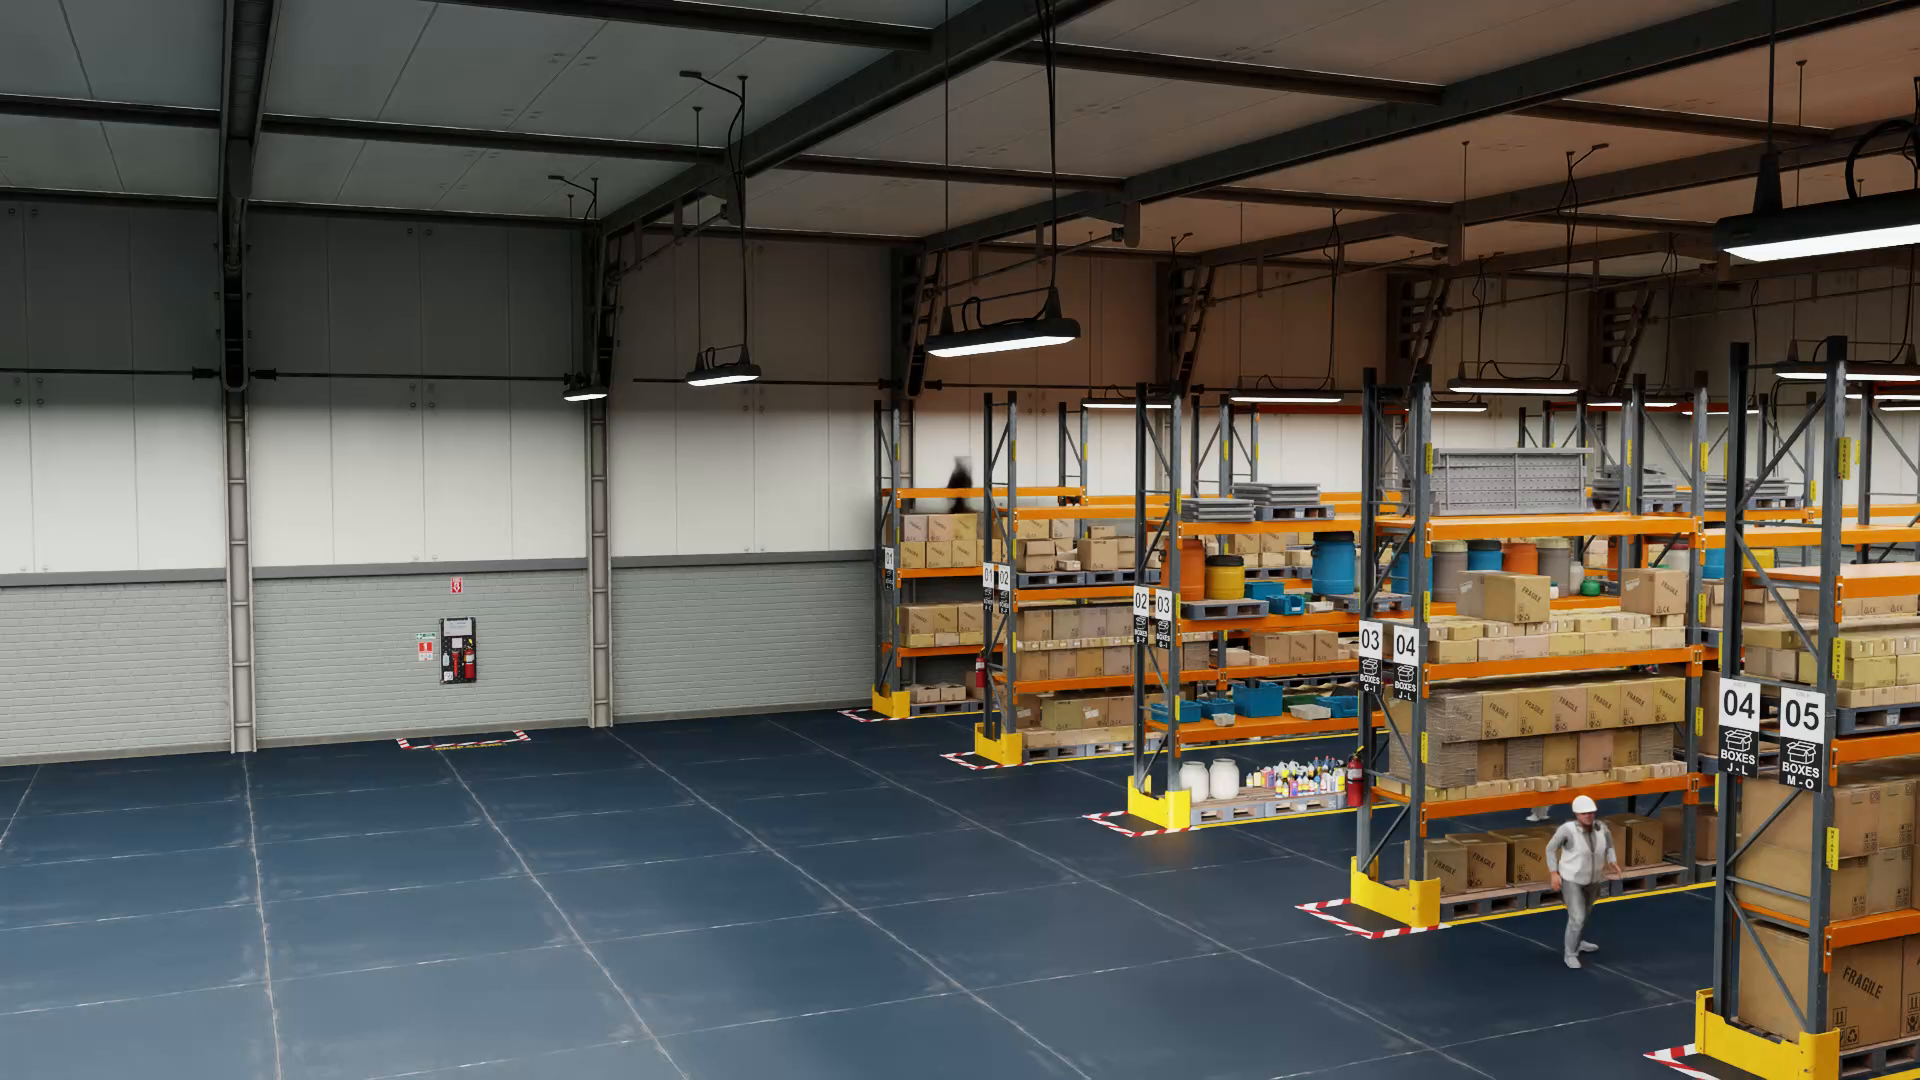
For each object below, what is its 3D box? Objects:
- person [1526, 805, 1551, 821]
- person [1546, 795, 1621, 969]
[{"bbox_3d":[7.851,3.079,22.616,0.500,1.578,0.634,-1,3,-12],"label":"person"},{"bbox_3d":[6.204,3.356,16.504,0.711,1.717,0.826,-1,4,-19],"label":"person"}]
